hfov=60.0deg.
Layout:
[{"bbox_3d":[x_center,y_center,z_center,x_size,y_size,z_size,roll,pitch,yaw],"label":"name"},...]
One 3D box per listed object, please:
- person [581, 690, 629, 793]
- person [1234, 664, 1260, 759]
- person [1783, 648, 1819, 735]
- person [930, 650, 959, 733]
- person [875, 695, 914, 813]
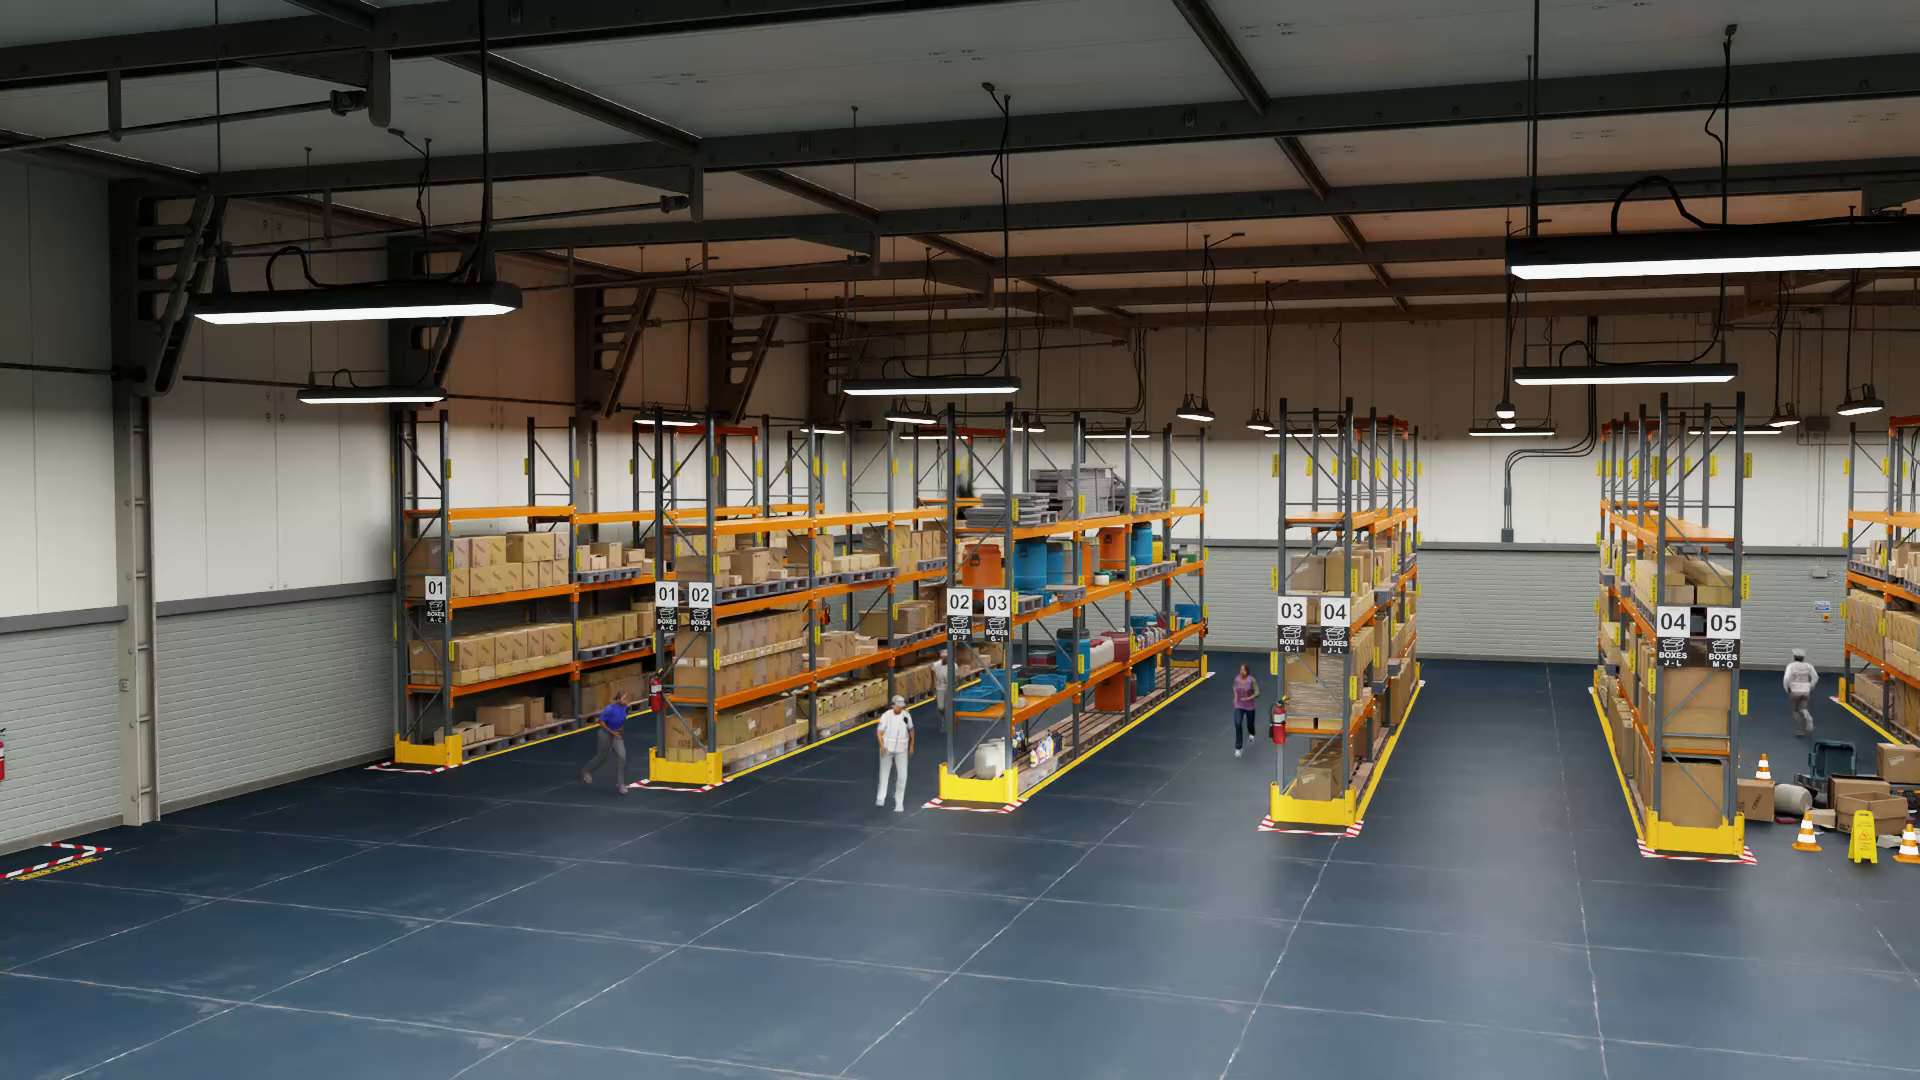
[{"bbox_3d":[-5.527,3.121,25.972,0.977,1.616,0.611,1,3,29],"label":"person"},{"bbox_3d":[5.022,2.968,29.150,0.495,1.616,1.016,1,3,19],"label":"person"},{"bbox_3d":[15.683,2.855,31.025,0.641,1.666,0.632,0,2,4],"label":"person"},{"bbox_3d":[-0.294,2.858,31.485,0.561,1.613,0.670,0,2,3],"label":"person"},{"bbox_3d":[-0.941,3.137,24.350,0.585,1.743,0.613,0,2,-8],"label":"person"}]
